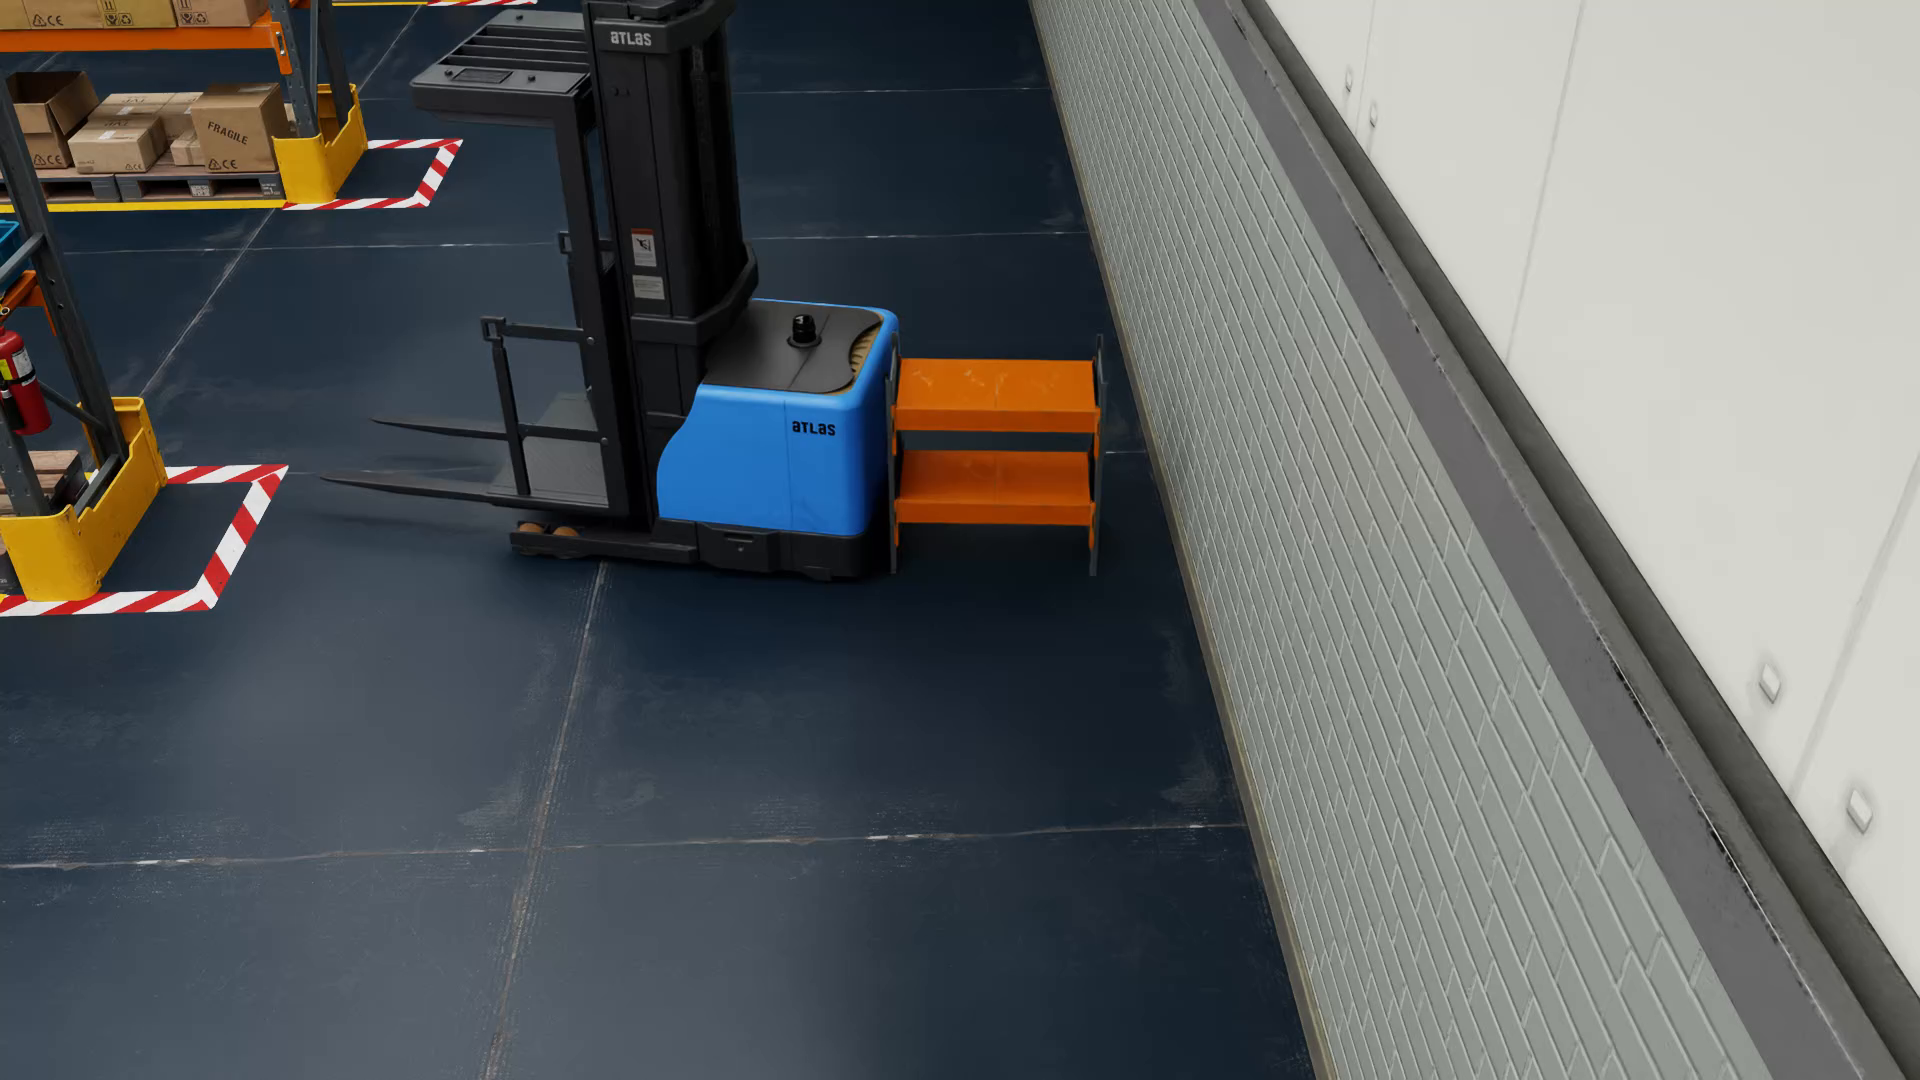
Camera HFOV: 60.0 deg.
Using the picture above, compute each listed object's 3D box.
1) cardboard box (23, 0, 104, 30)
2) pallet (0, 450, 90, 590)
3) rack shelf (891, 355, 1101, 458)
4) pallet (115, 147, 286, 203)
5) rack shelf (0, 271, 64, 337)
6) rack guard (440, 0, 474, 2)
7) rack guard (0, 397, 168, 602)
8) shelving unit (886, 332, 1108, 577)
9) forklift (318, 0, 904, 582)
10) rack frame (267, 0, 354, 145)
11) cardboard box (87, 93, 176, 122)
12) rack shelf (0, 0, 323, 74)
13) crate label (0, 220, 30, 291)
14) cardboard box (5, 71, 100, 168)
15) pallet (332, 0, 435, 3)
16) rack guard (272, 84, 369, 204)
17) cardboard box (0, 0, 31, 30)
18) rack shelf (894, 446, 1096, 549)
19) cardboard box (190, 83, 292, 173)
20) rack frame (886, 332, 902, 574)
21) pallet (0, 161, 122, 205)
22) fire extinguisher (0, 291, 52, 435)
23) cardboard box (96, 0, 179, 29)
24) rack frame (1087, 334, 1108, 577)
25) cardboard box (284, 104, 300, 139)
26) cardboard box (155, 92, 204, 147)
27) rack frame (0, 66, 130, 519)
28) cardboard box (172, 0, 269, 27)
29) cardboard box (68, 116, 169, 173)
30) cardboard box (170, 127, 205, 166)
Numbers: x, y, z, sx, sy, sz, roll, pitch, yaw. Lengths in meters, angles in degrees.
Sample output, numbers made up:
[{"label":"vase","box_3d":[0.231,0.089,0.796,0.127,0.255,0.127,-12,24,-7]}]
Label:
[{"label":"cardboard box","box_3d":[-6.245,-3.915,11.684,0.500,0.500,0.500,-1,35,-2]},{"label":"pallet","box_3d":[-5.389,-0.105,8.716,1.213,0.211,1.003,-2,35,-2]},{"label":"rack shelf","box_3d":[0.178,-0.663,8.206,1.000,0.278,0.538,1,35,1]},{"label":"pallet","box_3d":[-5.666,-2.896,12.750,1.213,0.211,1.003,-2,35,-2]},{"label":"rack shelf","box_3d":[-6.561,-0.902,8.049,4.000,0.370,1.077,-2,35,-2]},{"label":"rack guard","box_3d":[-5.008,-5.856,16.772,0.348,0.500,1.175,-2,35,-2]},{"label":"rack guard","box_3d":[-4.540,-0.232,8.646,0.348,0.500,1.175,-2,35,-2]},{"label":"shelving unit","box_3d":[0.178,-0.423,8.372,1.048,1.125,0.538,1,35,1]},{"label":"forklift","box_3d":[-1.868,-1.394,8.189,3.031,2.935,1.130,6,35,8]},{"label":"rack frame","box_3d":[-4.794,-4.067,11.991,0.127,3.000,1.000,-2,35,-2]},{"label":"cardboard box","box_3d":[-6.349,-3.237,12.821,0.500,0.250,0.500,-2,35,-2]},{"label":"rack shelf","box_3d":[-6.792,-3.718,12.118,4.000,0.370,1.077,-2,35,-2]},{"label":"crate label","box_3d":[-4.825,-1.388,8.214,0.303,0.233,0.416,-2,35,-2]},{"label":"cardboard box","box_3d":[-6.913,-3.167,12.498,0.637,0.503,0.797,-2,35,-2]},{"label":"pallet","box_3d":[-5.827,-5.670,16.758,1.213,0.211,1.003,-2,35,-2]},{"label":"rack guard","box_3d":[-4.870,-3.037,12.700,0.348,0.500,1.175,-2,35,-2]},{"label":"cardboard box","box_3d":[-6.748,-3.902,11.664,0.500,0.500,0.500,-2,35,-3]},{"label":"rack shelf","box_3d":[0.178,-0.222,8.511,1.000,0.278,0.538,1,35,1]},{"label":"cardboard box","box_3d":[-5.325,-3.066,12.354,0.500,0.500,0.500,-2,35,-2]},{"label":"rack frame","box_3d":[-0.330,-0.430,8.383,0.032,1.125,0.500,1,35,1]},{"label":"pallet","box_3d":[-6.882,-2.865,12.705,1.213,0.211,1.003,-2,35,-2]},{"label":"fire extinguisher","box_3d":[-4.391,-0.812,7.683,0.183,0.674,0.296,-2,35,-2]},{"label":"cardboard box","box_3d":[-5.746,-3.926,11.699,0.500,0.500,0.500,-1,35,-2]},{"label":"rack frame","box_3d":[0.686,-0.415,8.361,0.032,1.125,0.500,1,35,1]},{"label":"cardboard box","box_3d":[-5.228,-3.260,12.943,0.250,0.149,0.380,-2,35,-2]},{"label":"cardboard box","box_3d":[-5.850,-3.251,12.841,0.500,0.250,0.500,-2,35,-2]},{"label":"rack frame","box_3d":[-4.563,-1.252,7.923,0.127,3.000,1.000,-2,35,-2]},{"label":"cardboard box","box_3d":[-5.228,-3.942,11.722,0.500,0.500,0.500,-1,35,-1]},{"label":"cardboard box","box_3d":[-6.276,-2.954,12.413,0.500,0.250,0.500,-2,35,-2]},{"label":"cardboard box","box_3d":[-5.734,-2.969,12.507,0.250,0.166,0.380,-2,35,-2]}]
